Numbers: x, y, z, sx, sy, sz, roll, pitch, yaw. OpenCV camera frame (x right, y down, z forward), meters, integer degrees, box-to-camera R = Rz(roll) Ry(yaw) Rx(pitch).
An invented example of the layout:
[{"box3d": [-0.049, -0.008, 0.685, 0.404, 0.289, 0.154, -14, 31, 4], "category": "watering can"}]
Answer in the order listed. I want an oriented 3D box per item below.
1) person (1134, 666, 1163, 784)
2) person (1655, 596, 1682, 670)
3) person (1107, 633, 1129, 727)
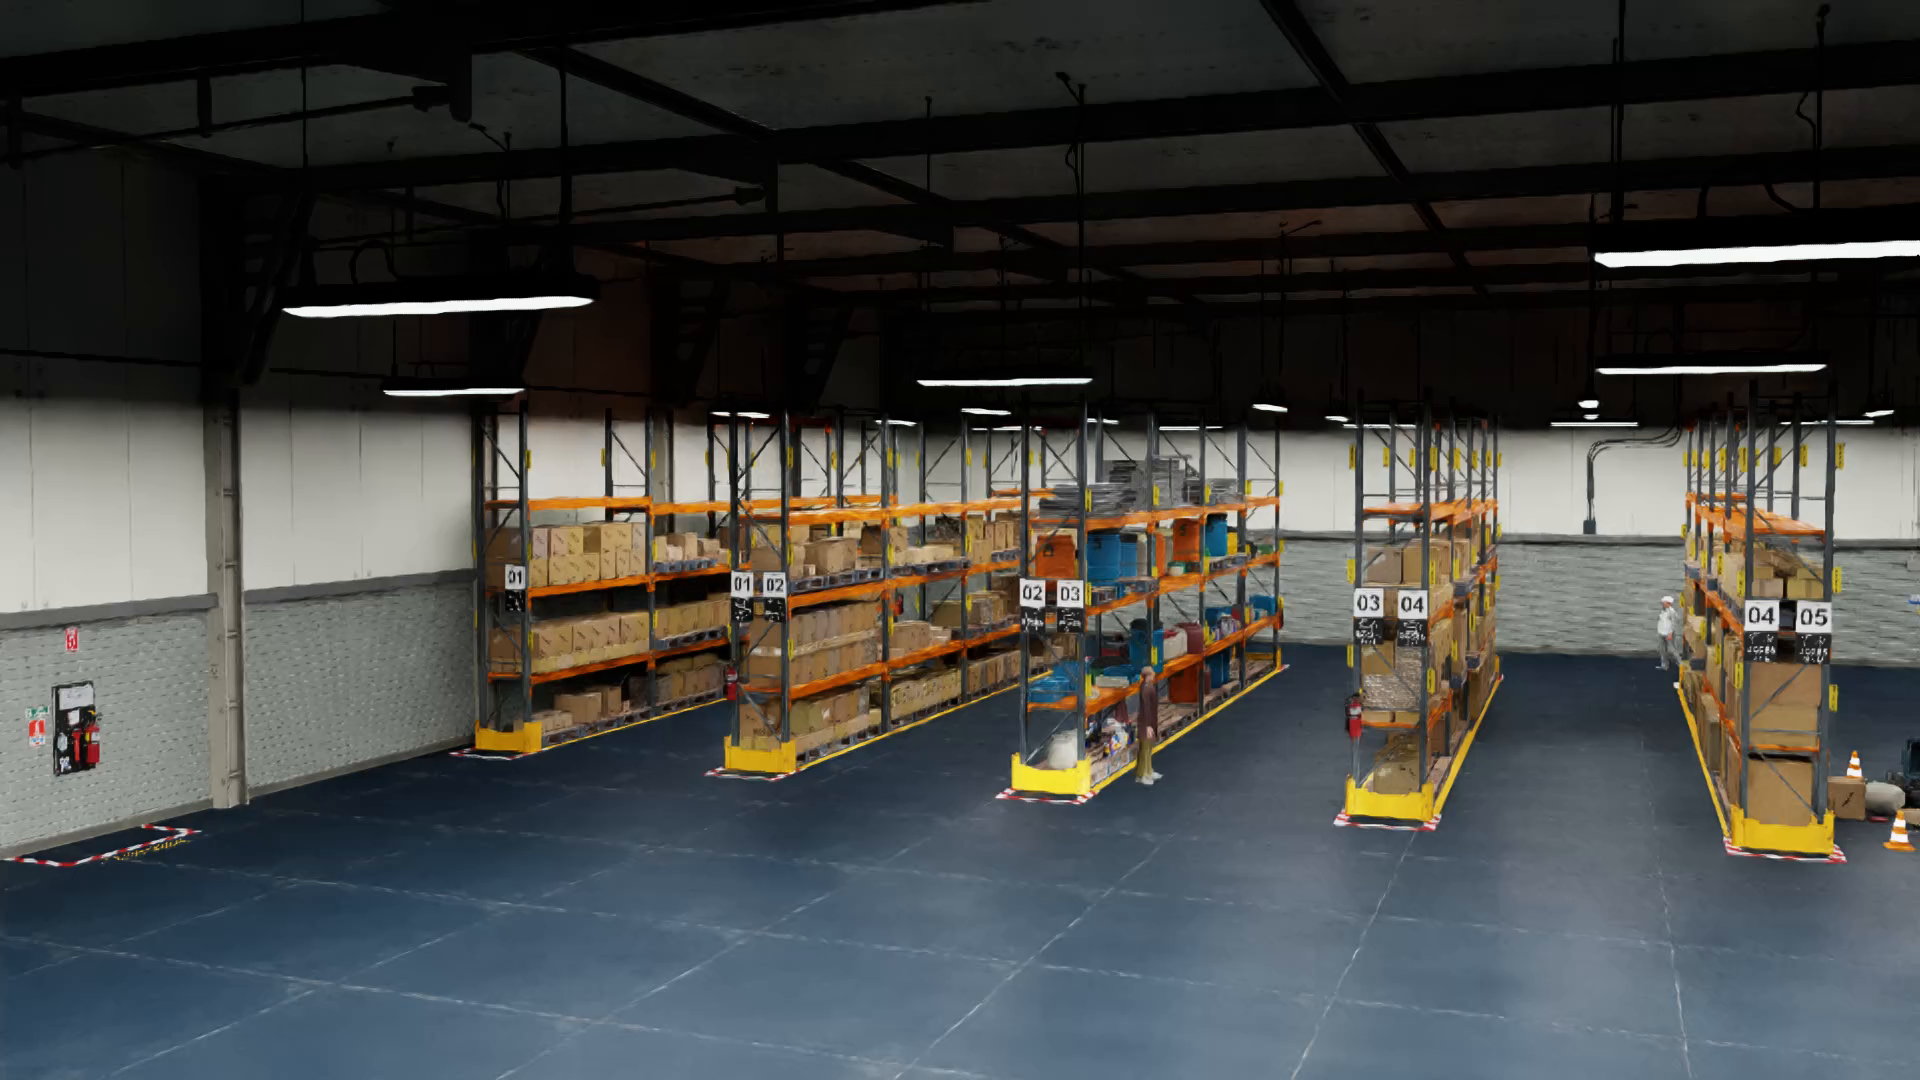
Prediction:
[{"box3d": [2.920, 2.839, 25.707, 0.442, 1.781, 0.686, 0, 3, 5], "category": "person"}, {"box3d": [16.833, 2.211, 39.388, 0.509, 1.769, 0.723, 0, 3, -9], "category": "person"}, {"box3d": [2.821, 2.485, 29.789, 0.573, 1.665, 0.589, 2, 3, 33], "category": "person"}]
